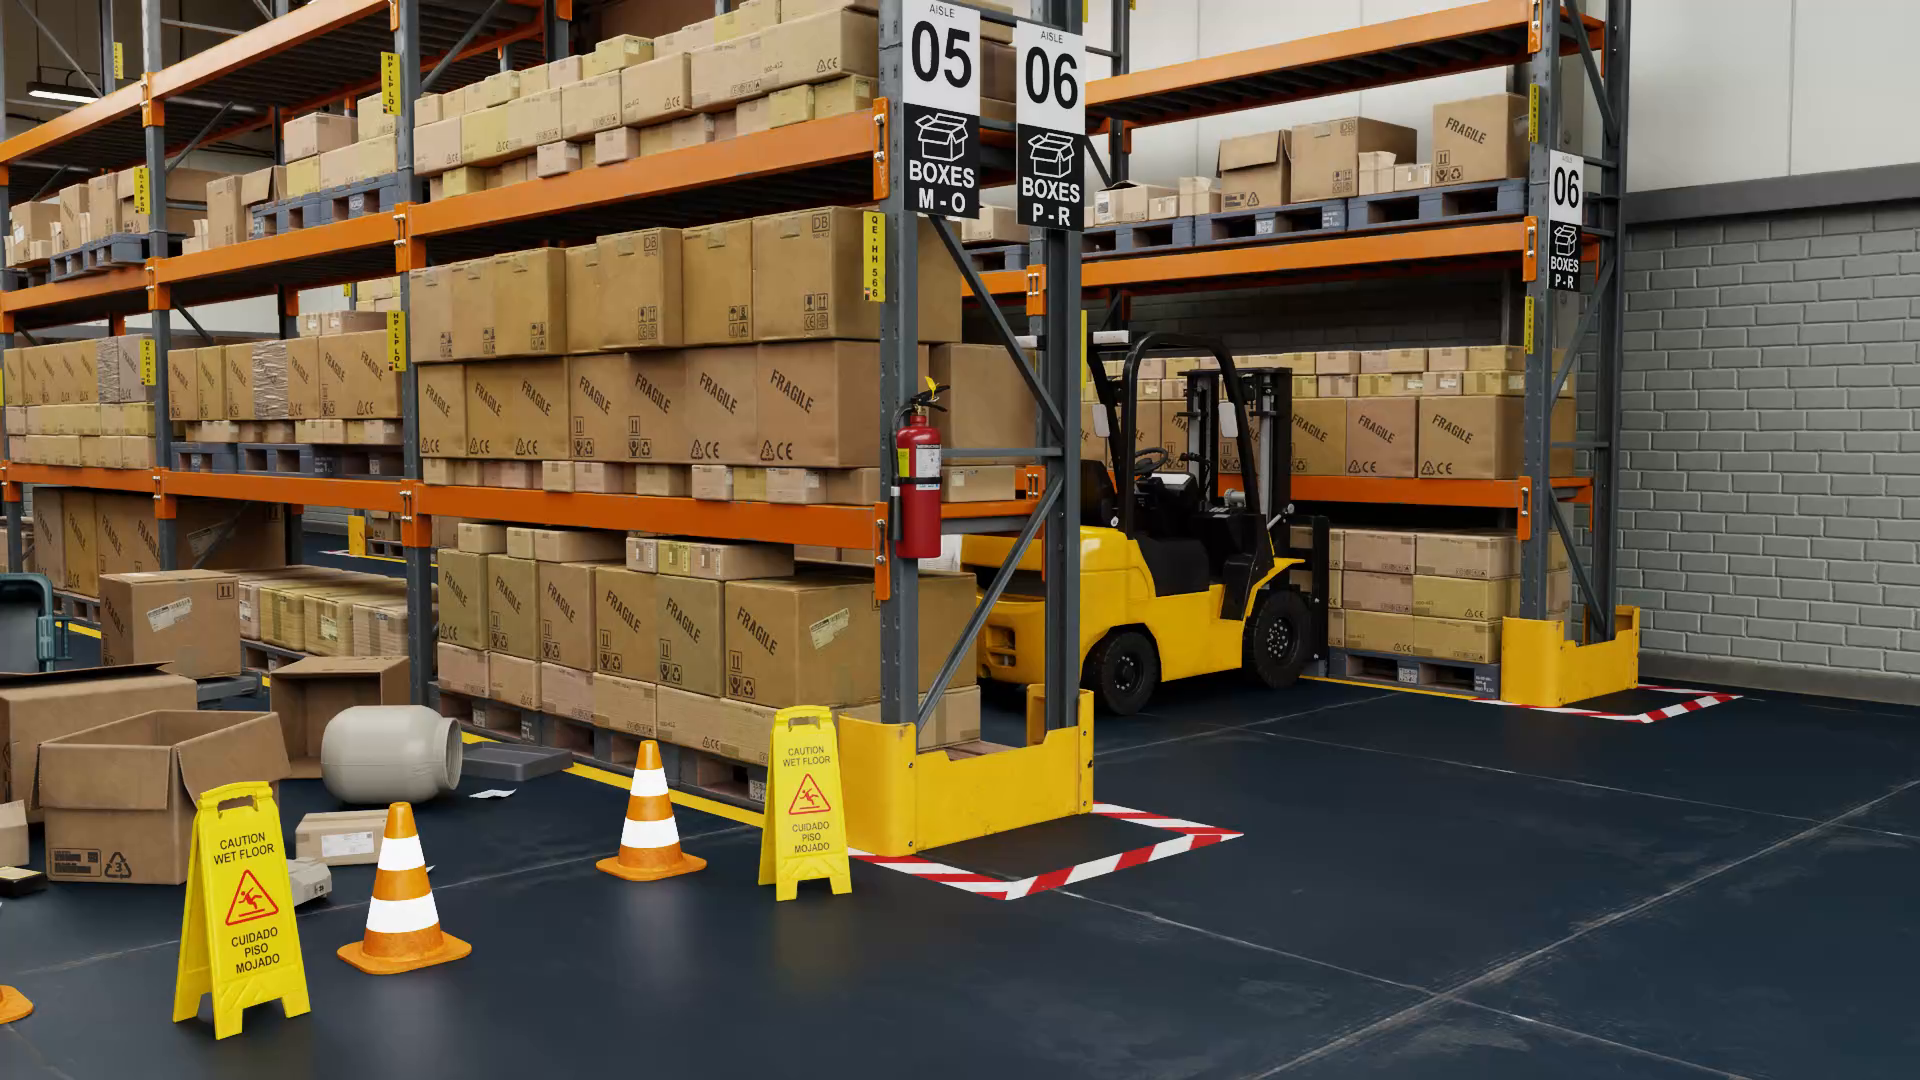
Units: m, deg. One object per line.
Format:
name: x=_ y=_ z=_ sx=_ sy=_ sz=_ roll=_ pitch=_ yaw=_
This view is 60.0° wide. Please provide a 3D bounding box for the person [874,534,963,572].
person: x=-0.319 y=0.282 z=12.066 sx=0.594 sy=1.037 sz=0.941 roll=-3 pitch=5 yaw=-36
